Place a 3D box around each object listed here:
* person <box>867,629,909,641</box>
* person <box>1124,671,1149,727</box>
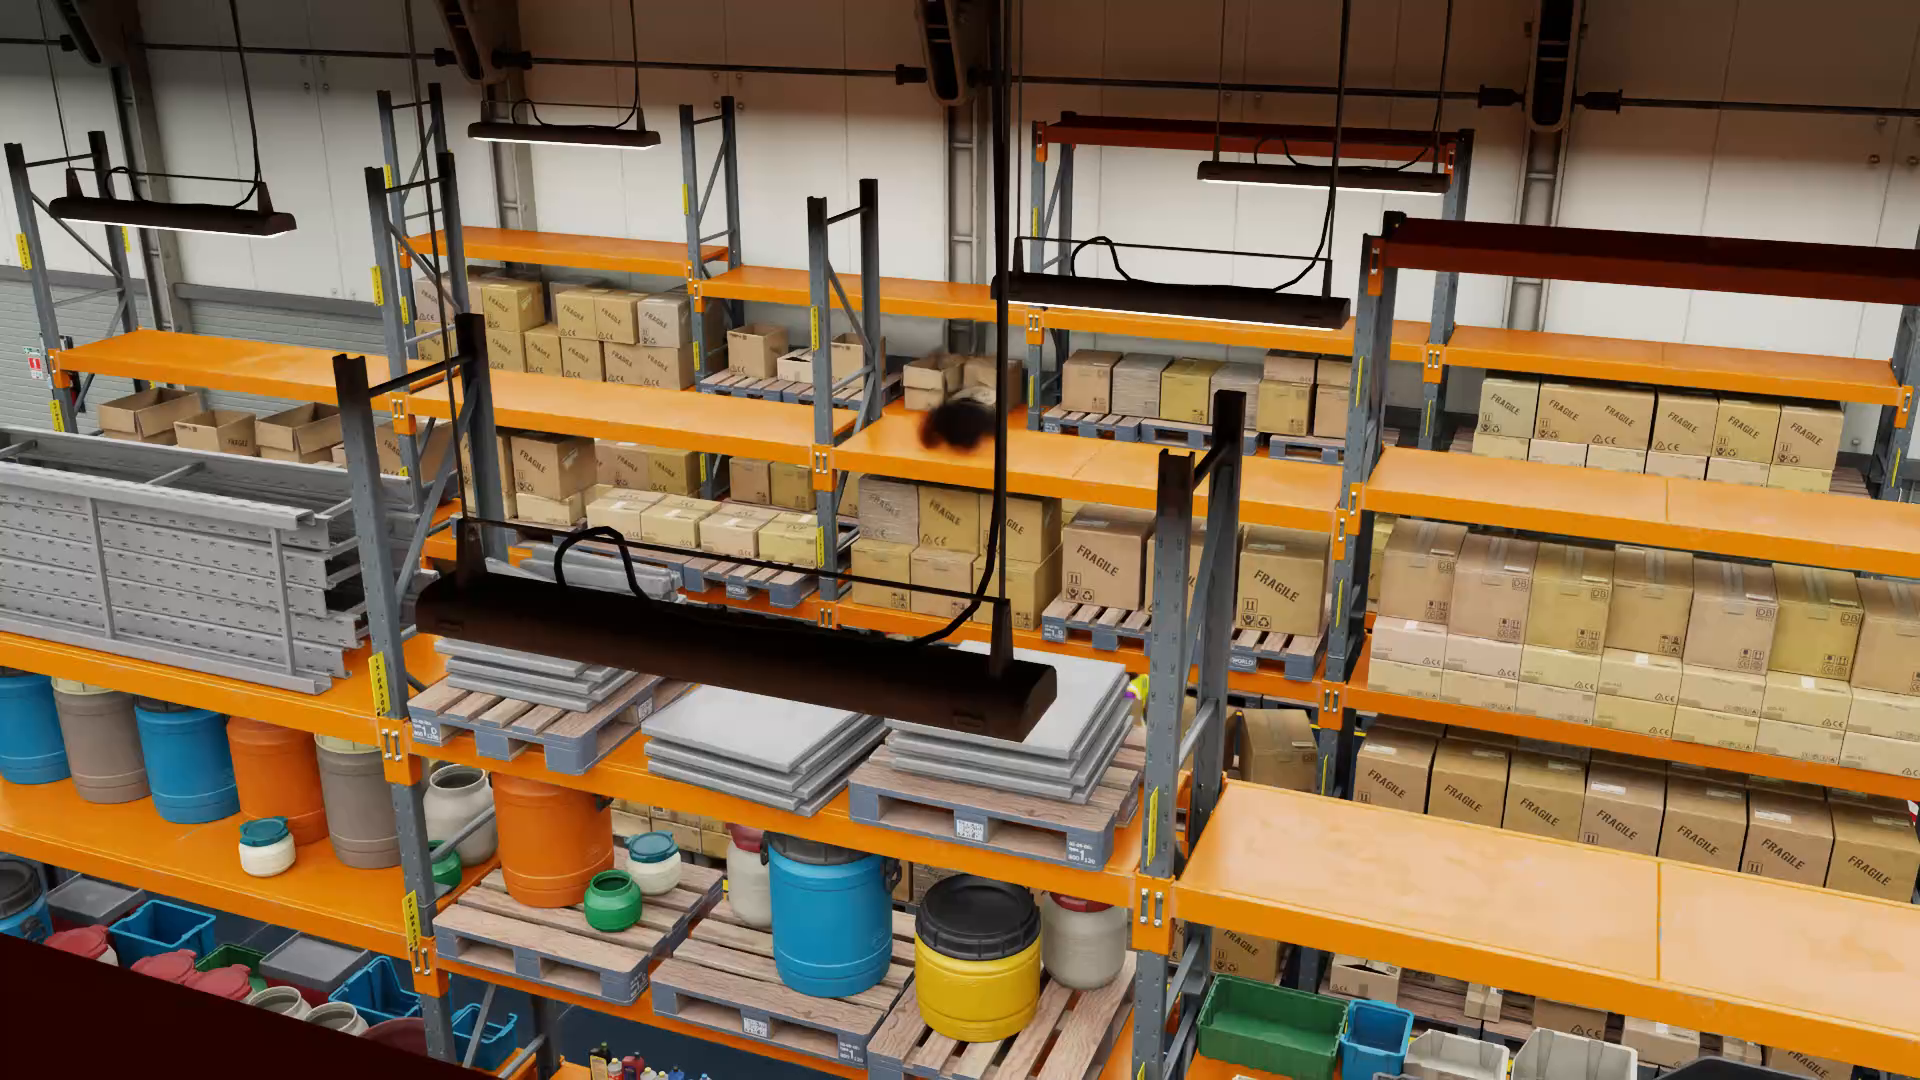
[{"bbox_3d":[-0.646,1.146,17.141,0.925,1.692,0.672,8,22,20],"label":"person"},{"bbox_3d":[1.497,1.793,15.220,0.721,1.788,0.686,5,21,14],"label":"person"}]
